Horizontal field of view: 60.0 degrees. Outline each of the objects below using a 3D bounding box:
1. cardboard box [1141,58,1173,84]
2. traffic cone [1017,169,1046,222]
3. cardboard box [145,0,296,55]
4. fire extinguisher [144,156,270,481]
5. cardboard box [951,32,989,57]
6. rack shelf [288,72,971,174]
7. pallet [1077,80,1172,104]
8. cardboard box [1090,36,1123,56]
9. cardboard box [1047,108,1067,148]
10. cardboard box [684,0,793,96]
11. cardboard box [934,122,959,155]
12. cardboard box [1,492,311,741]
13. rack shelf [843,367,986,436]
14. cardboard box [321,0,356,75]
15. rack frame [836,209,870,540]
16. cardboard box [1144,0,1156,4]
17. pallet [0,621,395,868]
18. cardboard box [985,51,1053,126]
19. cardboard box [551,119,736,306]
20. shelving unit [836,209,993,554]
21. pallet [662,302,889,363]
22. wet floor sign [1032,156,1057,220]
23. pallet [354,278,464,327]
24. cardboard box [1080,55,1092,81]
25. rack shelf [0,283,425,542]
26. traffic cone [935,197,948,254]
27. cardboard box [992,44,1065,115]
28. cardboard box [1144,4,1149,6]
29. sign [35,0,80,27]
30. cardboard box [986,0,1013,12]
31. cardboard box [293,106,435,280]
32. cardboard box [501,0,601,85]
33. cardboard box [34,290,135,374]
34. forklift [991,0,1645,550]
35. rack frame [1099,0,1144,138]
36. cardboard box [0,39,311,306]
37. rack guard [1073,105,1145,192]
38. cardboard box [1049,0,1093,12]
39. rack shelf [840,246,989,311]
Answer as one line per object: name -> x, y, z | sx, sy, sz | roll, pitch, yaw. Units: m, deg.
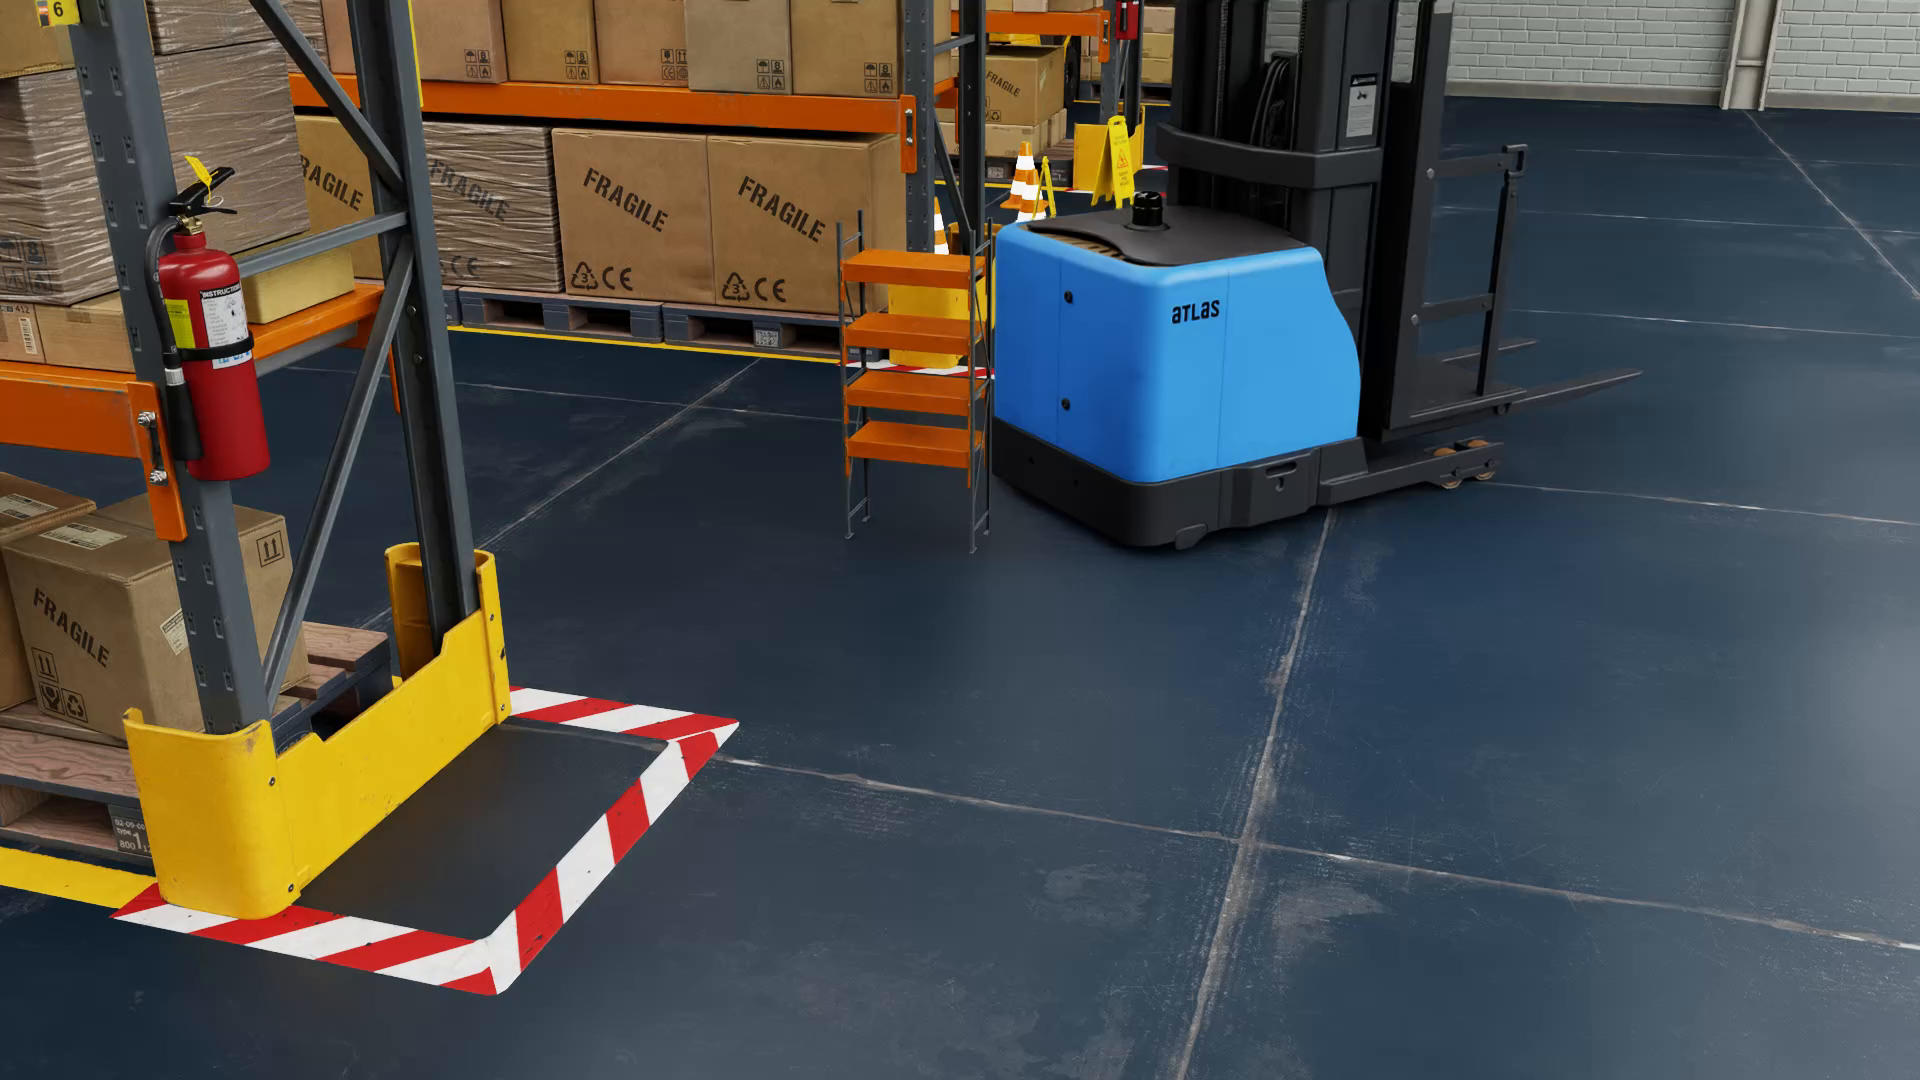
cardboard box -> 2.157, -4.947, 17.449 | 0.500, 0.250, 0.500 | 7, 23, 16
traffic cone -> 0.488, -2.249, 11.143 | 0.334, 0.463, 0.336 | 7, 23, 16
cardboard box -> -2.043, -1.490, 4.108 | 0.500, 0.500, 0.500 | 7, 23, 16
fire extinguisher -> -1.619, -0.468, 3.561 | 0.183, 0.674, 0.296 | 7, 23, 16
cardboard box -> 0.054, -3.863, 12.962 | 0.250, 0.149, 0.380 | 7, 23, 17
rack shelf -> -1.980, -2.362, 9.023 | 4.000, 0.370, 1.077 | 7, 23, 16
pallet -> 1.953, -4.867, 17.857 | 1.213, 0.211, 1.003 | 7, 23, 16
cardboard box -> 1.664, -5.241, 17.505 | 0.500, 0.250, 0.500 | 6, 23, 15
cardboard box -> 0.575, -3.396, 13.666 | 0.500, 0.250, 0.500 | 6, 23, 15
cardboard box -> -0.967, -2.621, 8.510 | 0.550, 0.550, 0.875 | 7, 23, 16
cardboard box -> -0.078, -3.257, 13.328 | 0.500, 0.250, 0.500 | 7, 23, 16
cardboard box -> -2.188, 0.204, 4.562 | 0.500, 0.500, 0.500 | 11, 25, 25
rack shelf -> -0.158, -0.511, 6.112 | 0.480, 0.148, 0.258 | 7, 23, 16
cardboard box -> -3.005, -2.895, 9.177 | 0.550, 0.550, 0.875 | 7, 23, 16
rack frame -> -0.392, -0.600, 6.152 | 0.015, 1.200, 0.240 | 7, 23, 16
cardboard box -> 1.813, -5.648, 17.839 | 0.500, 0.250, 0.500 | 7, 23, 16
pallet -> -2.436, 0.496, 4.783 | 1.213, 0.211, 1.003 | 7, 23, 16
cardboard box -> 0.425, -3.547, 13.046 | 0.500, 0.500, 0.500 | 7, 23, 16
cardboard box -> -1.577, -1.832, 9.031 | 0.875, 0.875, 0.875 | 6, 23, 15
shelving unit -> -0.158, -0.573, 6.087 | 0.503, 1.200, 0.258 | 7, 23, 16
pallet -> -0.854, -1.244, 9.025 | 1.213, 0.211, 1.003 | 7, 23, 15
wet floor sign -> 0.534, -2.102, 10.544 | 0.232, 0.644, 0.267 | 3, 22, 6
pallet -> -3.190, -1.512, 9.677 | 1.213, 0.211, 1.003 | 7, 23, 15
cardboard box -> 1.207, -5.064, 17.732 | 0.500, 0.250, 0.500 | 7, 23, 16
rack shelf -> -3.510, -0.571, 4.656 | 4.000, 0.370, 1.077 | 7, 23, 16
traffic cone -> -0.164, -1.876, 10.233 | 0.334, 0.463, 0.336 | 7, 23, 16
cardboard box -> 0.552, -3.745, 13.529 | 0.500, 0.500, 0.500 | 6, 23, 14
cardboard box -> 1.676, -5.464, 17.391 | 0.500, 0.250, 0.500 | 7, 23, 16
sign -> -1.775, -1.167, 3.219 | 0.005, 0.325, 0.100 | 7, 23, 16
cardboard box -> 0.334, -4.155, 12.778 | 0.250, 0.149, 0.380 | 6, 23, 15
cardboard box -> -3.313, -2.031, 9.514 | 0.875, 0.875, 0.875 | 7, 23, 16
cardboard box -> -1.986, -2.771, 8.876 | 0.500, 0.550, 0.875 | 7, 23, 16
cardboard box -> -1.928, -0.524, 3.926 | 0.250, 0.149, 0.380 | 7, 23, 16
forklift -> 1.647, -1.720, 6.601 | 3.031, 2.935, 1.130 | -13, 26, -29
rack frame -> 1.267, -4.285, 12.763 | 0.127, 3.000, 1.000 | 7, 23, 16
cardboard box -> -2.114, -0.938, 4.081 | 0.500, 0.500, 0.875 | 7, 23, 16
rack guard -> 1.195, -3.137, 13.258 | 0.348, 0.500, 1.175 | 7, 23, 16
cardboard box -> 0.848, -4.132, 12.721 | 0.250, 0.149, 0.380 | 7, 23, 17
rack shelf -> -0.158, -0.937, 5.937 | 0.480, 0.148, 0.258 | 7, 23, 16
